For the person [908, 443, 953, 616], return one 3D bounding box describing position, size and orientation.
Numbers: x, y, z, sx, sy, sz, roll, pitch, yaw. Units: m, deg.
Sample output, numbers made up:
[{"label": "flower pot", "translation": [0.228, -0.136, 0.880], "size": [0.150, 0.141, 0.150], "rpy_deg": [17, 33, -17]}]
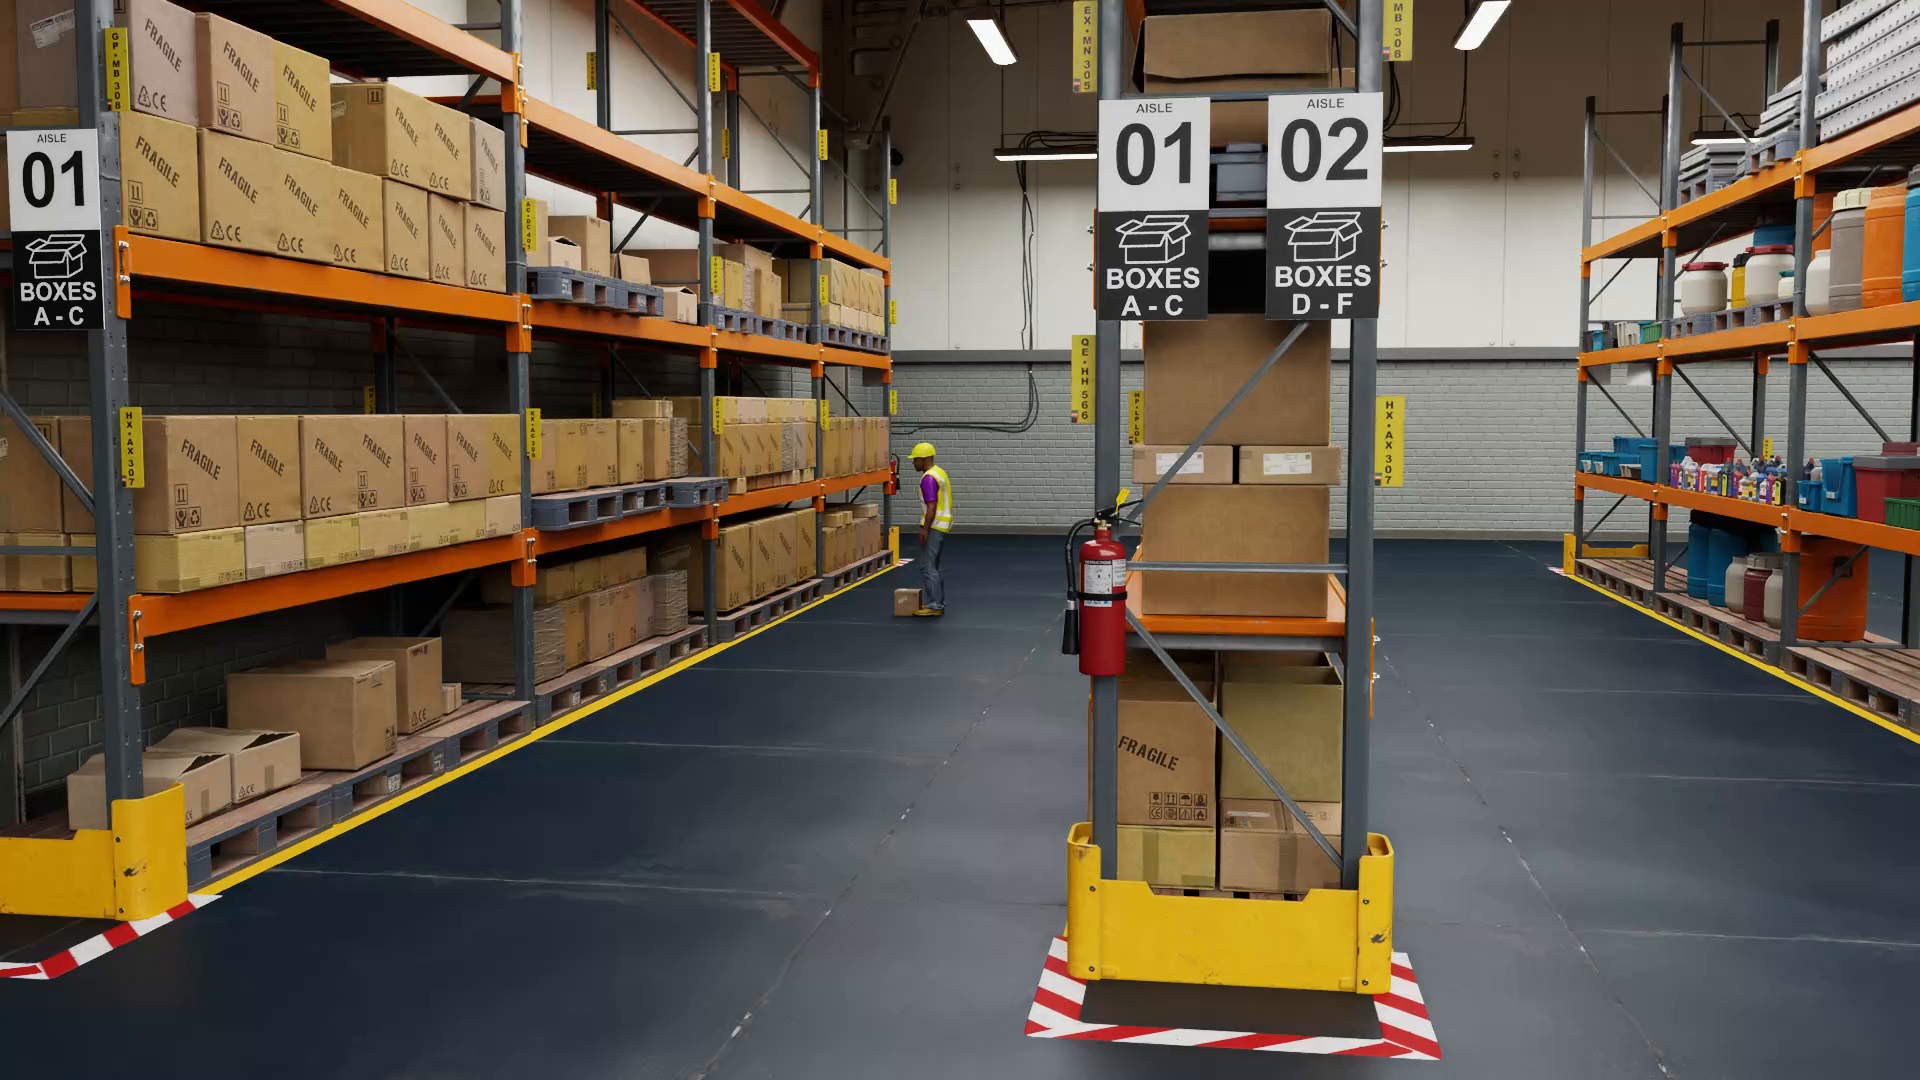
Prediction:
[{"label": "person", "translation": [-0.302, -0.112, 16.975], "size": [0.460, 1.760, 0.627], "rpy_deg": [1, 4, 9]}]
